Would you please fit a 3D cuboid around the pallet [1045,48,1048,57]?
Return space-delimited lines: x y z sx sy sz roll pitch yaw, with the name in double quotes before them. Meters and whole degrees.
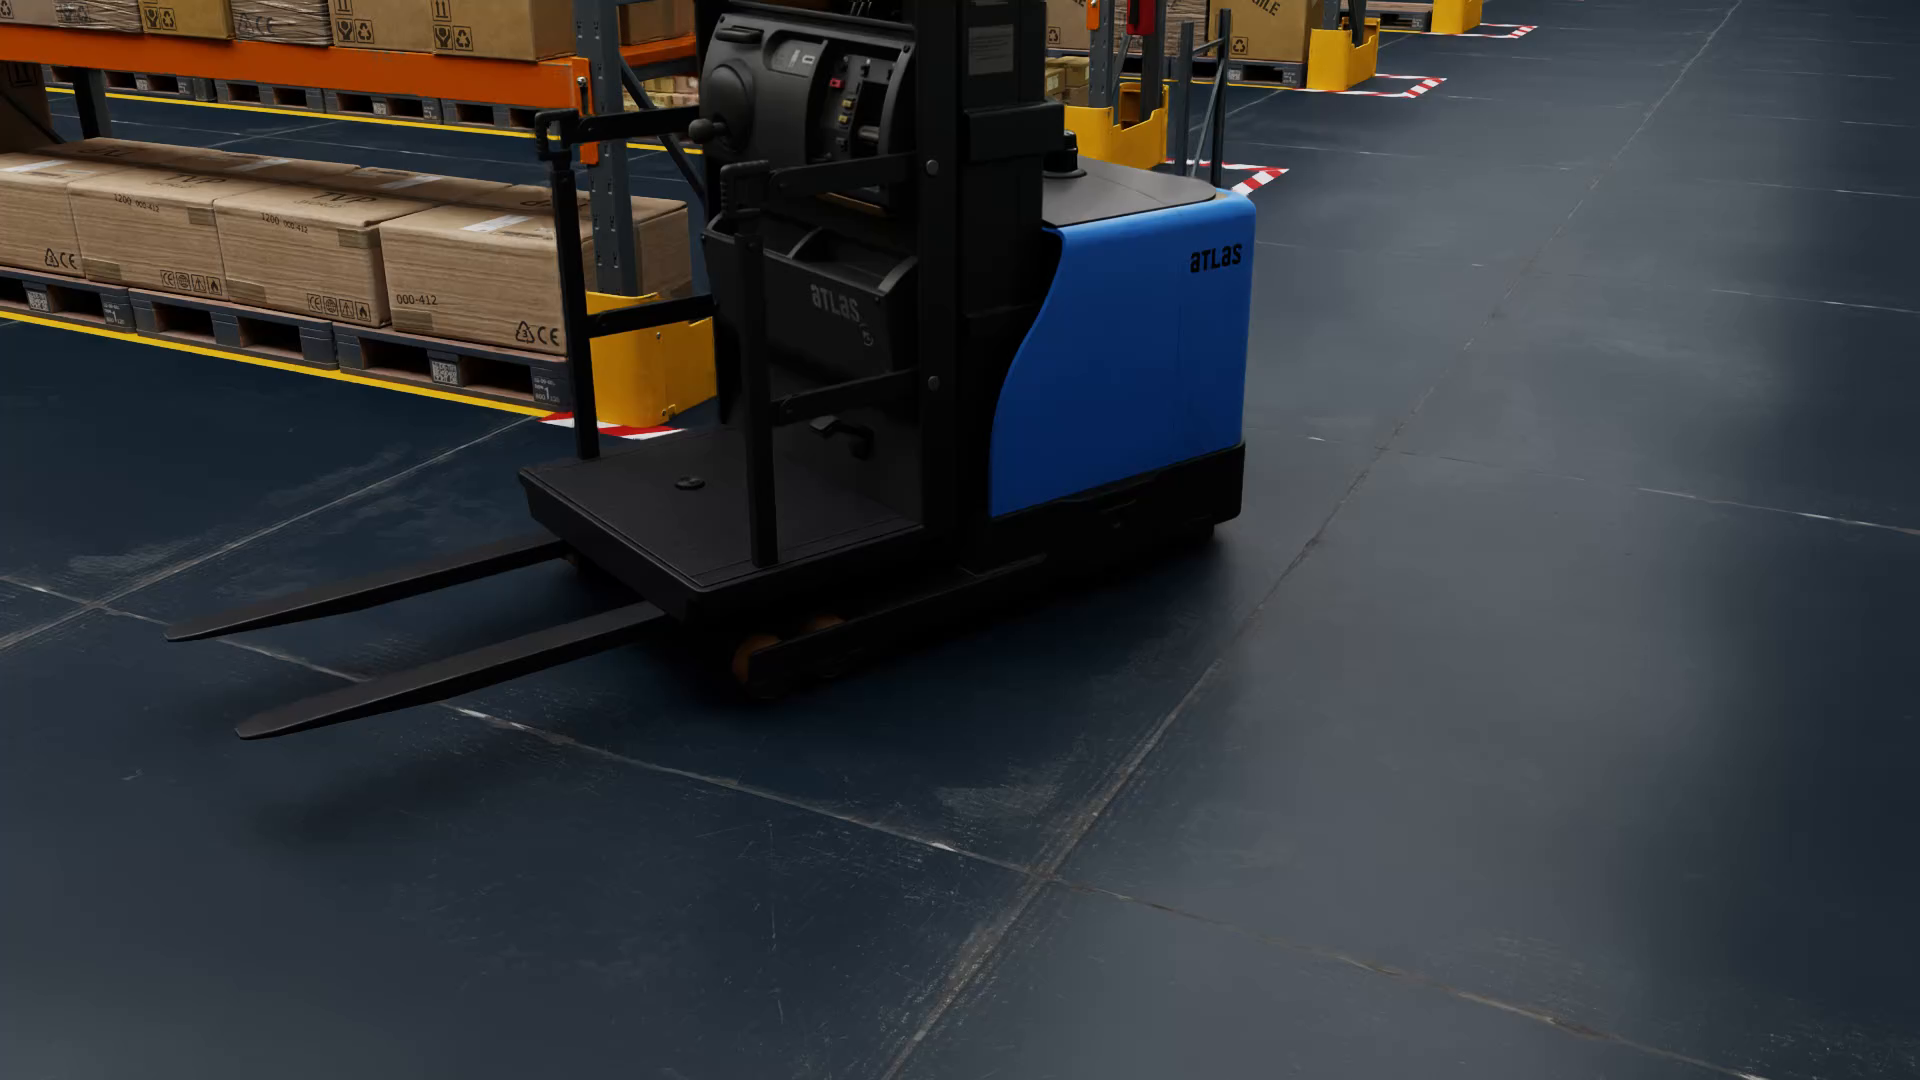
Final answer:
"pallet" 0.472 -4.751 16.152 1.213 0.211 1.003 11 25 25

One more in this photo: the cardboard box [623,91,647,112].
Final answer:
"cardboard box" -2.320 -3.186 12.016 0.250 0.149 0.380 10 25 22

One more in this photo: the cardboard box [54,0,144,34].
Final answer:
"cardboard box" -3.454 -2.426 6.994 0.500 0.500 0.500 11 26 25

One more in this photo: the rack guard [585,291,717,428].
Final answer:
"rack guard" -1.052 -0.874 6.666 0.348 0.500 1.175 11 25 25

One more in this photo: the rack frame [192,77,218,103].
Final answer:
"rack frame" -6.070 -5.188 13.616 0.127 3.000 1.000 11 25 25

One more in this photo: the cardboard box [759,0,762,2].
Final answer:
"cardboard box" -1.550 -5.675 16.939 0.875 0.875 1.225 10 25 23

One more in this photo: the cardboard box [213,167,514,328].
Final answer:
"cardboard box" -2.528 -1.283 7.171 0.875 0.438 0.875 12 26 26

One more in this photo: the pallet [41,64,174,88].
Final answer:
"pallet" -7.824 -4.286 15.058 1.213 0.211 1.003 11 25 25

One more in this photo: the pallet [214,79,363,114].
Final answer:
"pallet" -5.373 -3.766 13.836 1.213 0.211 1.003 11 25 25

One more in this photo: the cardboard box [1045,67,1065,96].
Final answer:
"cardboard box" 0.483 -2.935 10.665 0.250 0.149 0.380 12 26 25

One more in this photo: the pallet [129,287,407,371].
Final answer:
"pallet" -2.907 -1.075 7.508 1.213 0.211 1.003 11 25 25

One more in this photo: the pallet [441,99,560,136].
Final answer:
"pallet" -3.195 -3.335 12.823 1.213 0.211 1.003 11 25 25

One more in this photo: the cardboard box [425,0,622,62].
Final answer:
"cardboard box" -1.623 -2.067 6.150 0.500 0.500 0.500 11 26 25

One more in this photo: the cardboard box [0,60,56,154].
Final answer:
"cardboard box" -5.233 -2.032 8.373 0.875 0.875 0.875 12 26 26

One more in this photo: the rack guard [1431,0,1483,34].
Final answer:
"rack guard" 5.660 -6.069 18.883 0.348 0.500 1.175 11 25 25

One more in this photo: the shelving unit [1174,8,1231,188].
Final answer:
"shelving unit" 0.353 -1.128 5.986 1.048 1.500 0.538 10 25 22

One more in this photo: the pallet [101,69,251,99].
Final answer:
"pallet" -6.739 -4.070 14.551 1.213 0.211 1.003 11 25 25

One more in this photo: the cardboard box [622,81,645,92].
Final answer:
"cardboard box" -2.321 -3.324 11.959 0.250 0.149 0.380 12 26 27

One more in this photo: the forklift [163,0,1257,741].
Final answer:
"forklift" -0.584 -1.172 4.261 3.031 2.935 1.130 -17 28 -34

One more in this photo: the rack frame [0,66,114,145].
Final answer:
"rack frame" -4.643 -2.735 7.848 0.127 3.000 1.000 11 25 25

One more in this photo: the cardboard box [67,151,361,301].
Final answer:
"cardboard box" -3.332 -1.443 7.547 0.875 0.438 0.875 10 25 23

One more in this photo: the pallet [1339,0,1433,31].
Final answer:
"pallet" 4.914 -6.095 19.313 1.213 0.211 1.003 11 25 25

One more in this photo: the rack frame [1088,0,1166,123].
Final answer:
"rack frame" 1.070 -3.775 10.294 0.127 3.000 1.000 11 25 25

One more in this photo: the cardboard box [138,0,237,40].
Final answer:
"cardboard box" -2.995 -2.335 6.780 0.500 0.500 0.500 12 26 26

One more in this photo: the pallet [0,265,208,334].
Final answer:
"pallet" -4.000 -1.290 8.013 1.213 0.211 1.003 11 25 25

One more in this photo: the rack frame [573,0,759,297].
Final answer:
"rack frame" -1.073 -2.028 6.187 0.127 3.000 1.000 11 25 25

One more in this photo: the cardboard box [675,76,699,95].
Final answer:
"cardboard box" -1.821 -3.280 11.856 0.250 0.149 0.380 11 25 24

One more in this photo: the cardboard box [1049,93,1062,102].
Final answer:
"cardboard box" 0.470 -2.787 10.696 0.250 0.149 0.380 10 25 23

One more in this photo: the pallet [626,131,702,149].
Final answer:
"pallet" -1.885 -3.092 12.251 1.213 0.211 1.003 11 25 25

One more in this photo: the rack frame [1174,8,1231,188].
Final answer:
"rack frame" 0.818 -1.048 5.799 0.032 1.500 0.500 10 25 22

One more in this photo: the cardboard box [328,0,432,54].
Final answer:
"cardboard box" -2.064 -2.161 6.371 0.500 0.500 0.500 11 25 23

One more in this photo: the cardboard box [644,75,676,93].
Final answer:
"cardboard box" -2.054 -3.310 11.928 0.250 0.149 0.380 11 26 25

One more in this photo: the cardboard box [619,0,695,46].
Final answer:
"cardboard box" -1.372 -2.259 6.602 0.500 0.500 0.500 11 25 24

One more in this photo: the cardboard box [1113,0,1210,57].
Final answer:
"cardboard box" 1.979 -4.951 15.237 0.875 0.875 0.875 11 25 25

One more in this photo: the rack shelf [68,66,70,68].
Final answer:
"rack shelf" -6.428 -2.757 8.819 4.000 0.370 1.077 11 25 25

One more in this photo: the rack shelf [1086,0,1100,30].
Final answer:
"rack shelf" -0.715 -3.797 11.265 4.000 0.370 1.077 11 25 25

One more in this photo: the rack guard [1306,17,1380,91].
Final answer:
"rack guard" 3.419 -4.335 14.805 0.348 0.500 1.175 11 25 25

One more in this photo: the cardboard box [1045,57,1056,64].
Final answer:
"cardboard box" 0.455 -3.148 11.166 0.250 0.149 0.380 12 26 25

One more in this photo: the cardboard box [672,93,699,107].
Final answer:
"cardboard box" -1.837 -3.113 11.844 0.250 0.149 0.380 11 25 24

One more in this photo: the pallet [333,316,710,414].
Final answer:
"pallet" -1.822 -0.859 7.000 1.213 0.211 1.003 11 25 25

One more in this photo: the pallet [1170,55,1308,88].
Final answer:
"pallet" 2.649 -4.320 15.139 1.213 0.211 1.003 11 25 25

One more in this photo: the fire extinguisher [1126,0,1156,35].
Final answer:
"fire extinguisher" 1.086 -3.362 9.898 0.183 0.674 0.296 11 25 25

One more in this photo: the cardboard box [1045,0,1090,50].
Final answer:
"cardboard box" 1.184 -5.108 15.606 0.875 0.875 0.875 11 25 25

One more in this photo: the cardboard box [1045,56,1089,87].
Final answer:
"cardboard box" 0.756 -3.141 11.150 0.250 0.149 0.380 10 25 22

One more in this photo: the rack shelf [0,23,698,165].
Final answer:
"rack shelf" -2.858 -2.051 7.158 4.000 0.370 1.077 11 25 25

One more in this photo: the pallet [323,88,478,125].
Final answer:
"pallet" -4.288 -3.550 13.328 1.213 0.211 1.003 11 25 25

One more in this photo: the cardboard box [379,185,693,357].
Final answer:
"cardboard box" -1.708 -1.124 6.798 0.875 0.438 0.875 10 25 23

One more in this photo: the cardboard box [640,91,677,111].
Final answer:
"cardboard box" -2.082 -3.139 11.905 0.250 0.149 0.380 12 26 26

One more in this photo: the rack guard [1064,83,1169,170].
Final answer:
"rack guard" 1.002 -2.638 10.815 0.348 0.500 1.175 11 25 25

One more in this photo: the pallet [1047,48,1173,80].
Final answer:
"pallet" 1.564 -4.536 15.646 1.213 0.211 1.003 11 25 25

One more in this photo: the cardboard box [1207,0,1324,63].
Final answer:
"cardboard box" 2.791 -4.790 14.859 0.875 0.875 0.875 11 25 25

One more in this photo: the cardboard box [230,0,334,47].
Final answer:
"cardboard box" -2.528 -2.248 6.576 0.500 0.500 0.500 12 26 26

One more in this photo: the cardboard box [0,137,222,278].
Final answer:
"cardboard box" -4.131 -1.601 7.918 0.875 0.438 0.875 11 25 24

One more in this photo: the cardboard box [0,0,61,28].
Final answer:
"cardboard box" -3.895 -2.516 7.206 0.500 0.500 0.500 11 26 25

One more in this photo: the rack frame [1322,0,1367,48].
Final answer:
"rack frame" 3.398 -5.490 14.325 0.127 3.000 1.000 11 25 25

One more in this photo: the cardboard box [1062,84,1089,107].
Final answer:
"cardboard box" 0.718 -2.975 11.140 0.250 0.149 0.380 12 26 27
